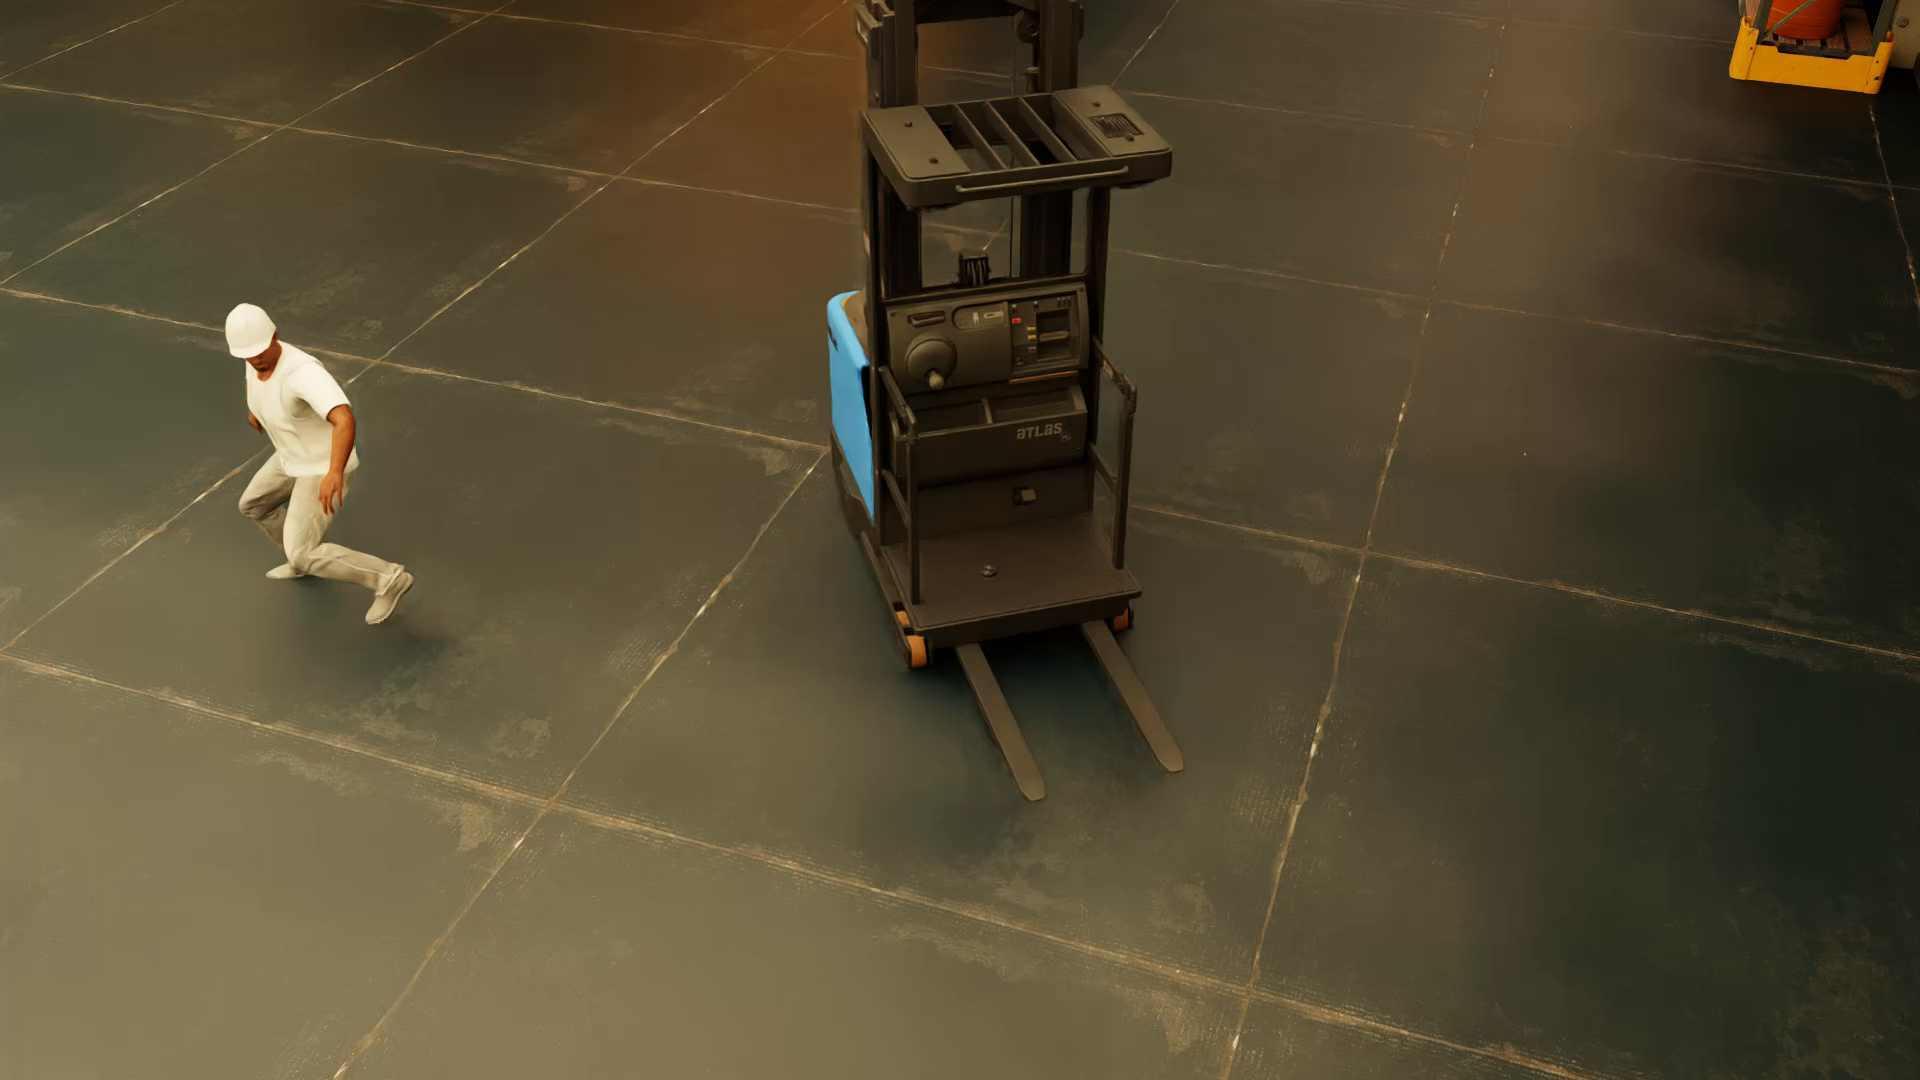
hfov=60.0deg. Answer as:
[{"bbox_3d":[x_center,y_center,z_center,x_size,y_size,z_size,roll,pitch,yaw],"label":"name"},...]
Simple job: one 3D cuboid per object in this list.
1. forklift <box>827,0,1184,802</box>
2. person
[{"bbox_3d":[0.193,-0.847,7.305,1.130,2.935,3.031,-9,36,-13],"label":"forklift"},{"bbox_3d":[-3.137,-0.393,7.844,0.512,1.639,1.193,-26,43,-31],"label":"person"}]
